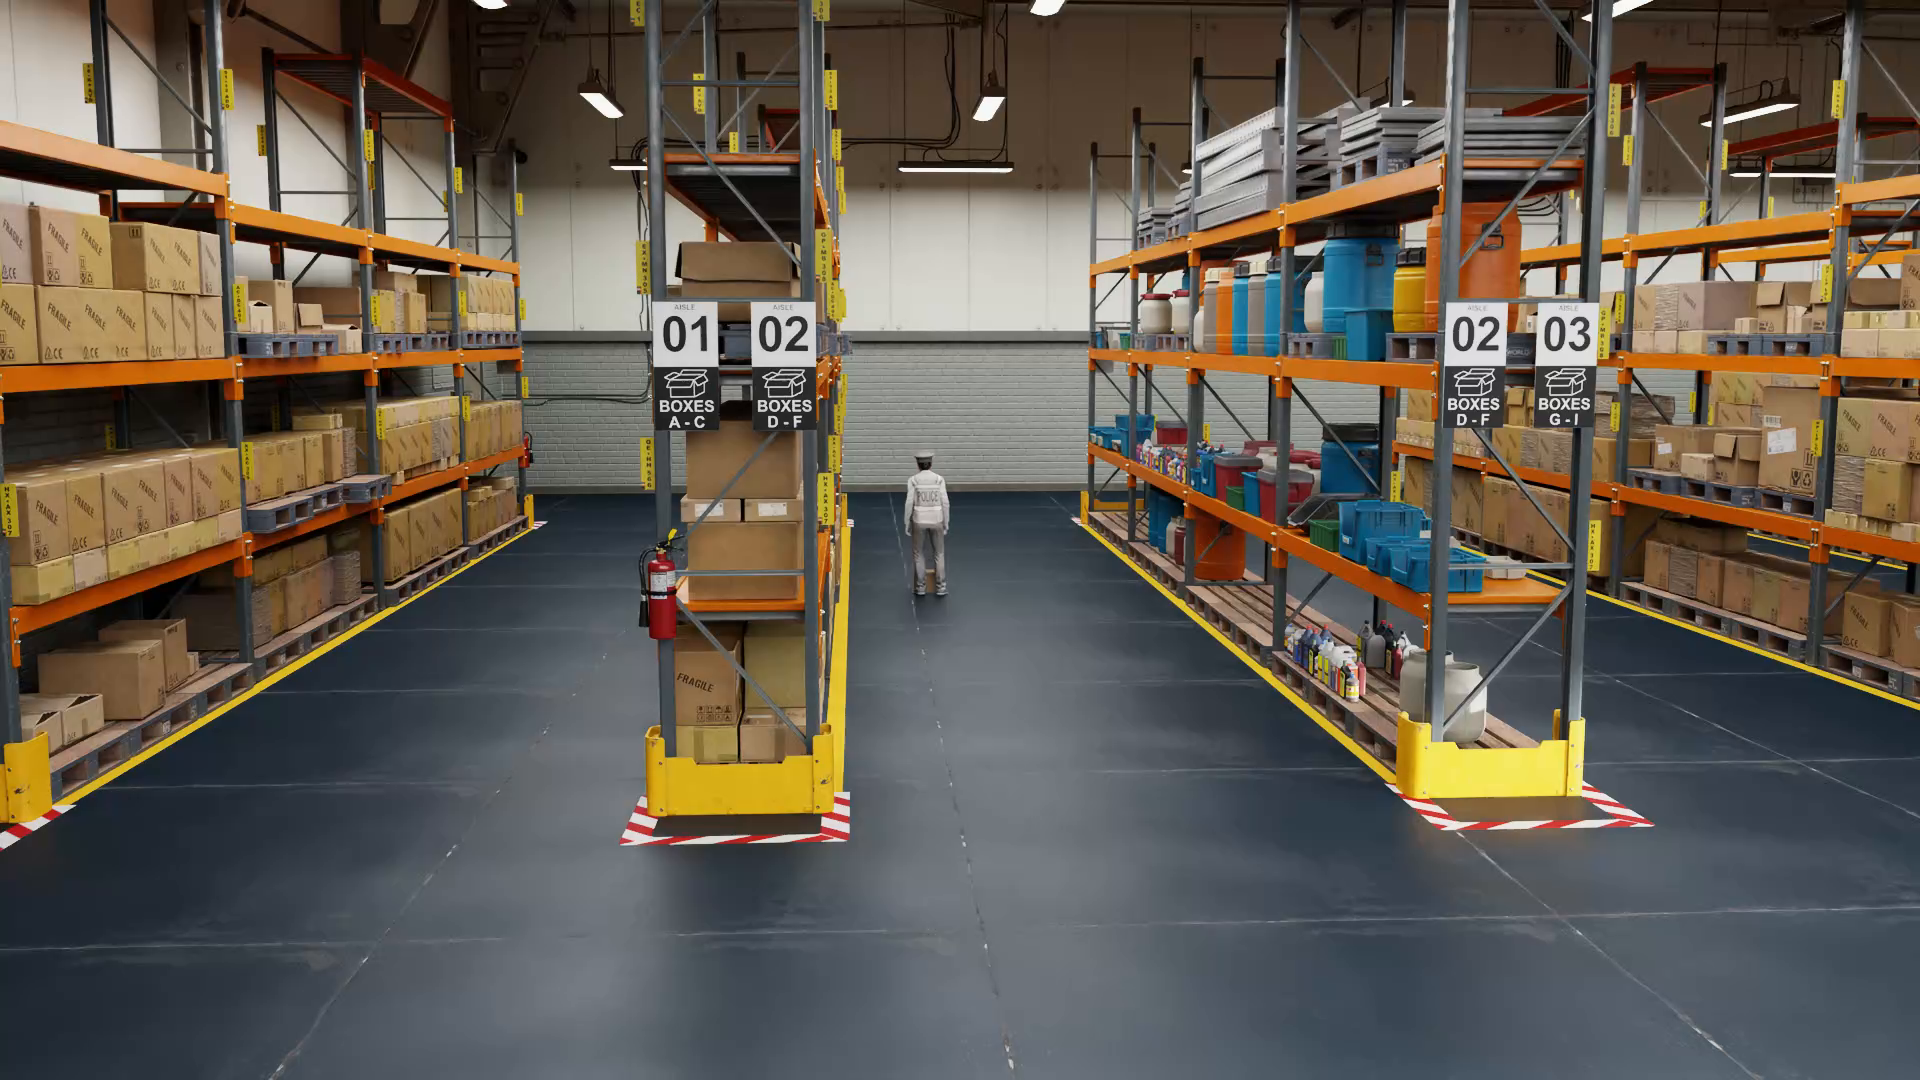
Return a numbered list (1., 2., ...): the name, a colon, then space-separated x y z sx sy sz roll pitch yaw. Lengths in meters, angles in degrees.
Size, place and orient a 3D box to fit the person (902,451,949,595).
1. person: -0.395 -0.187 19.257 0.547 1.667 0.409 -1 7 -7
